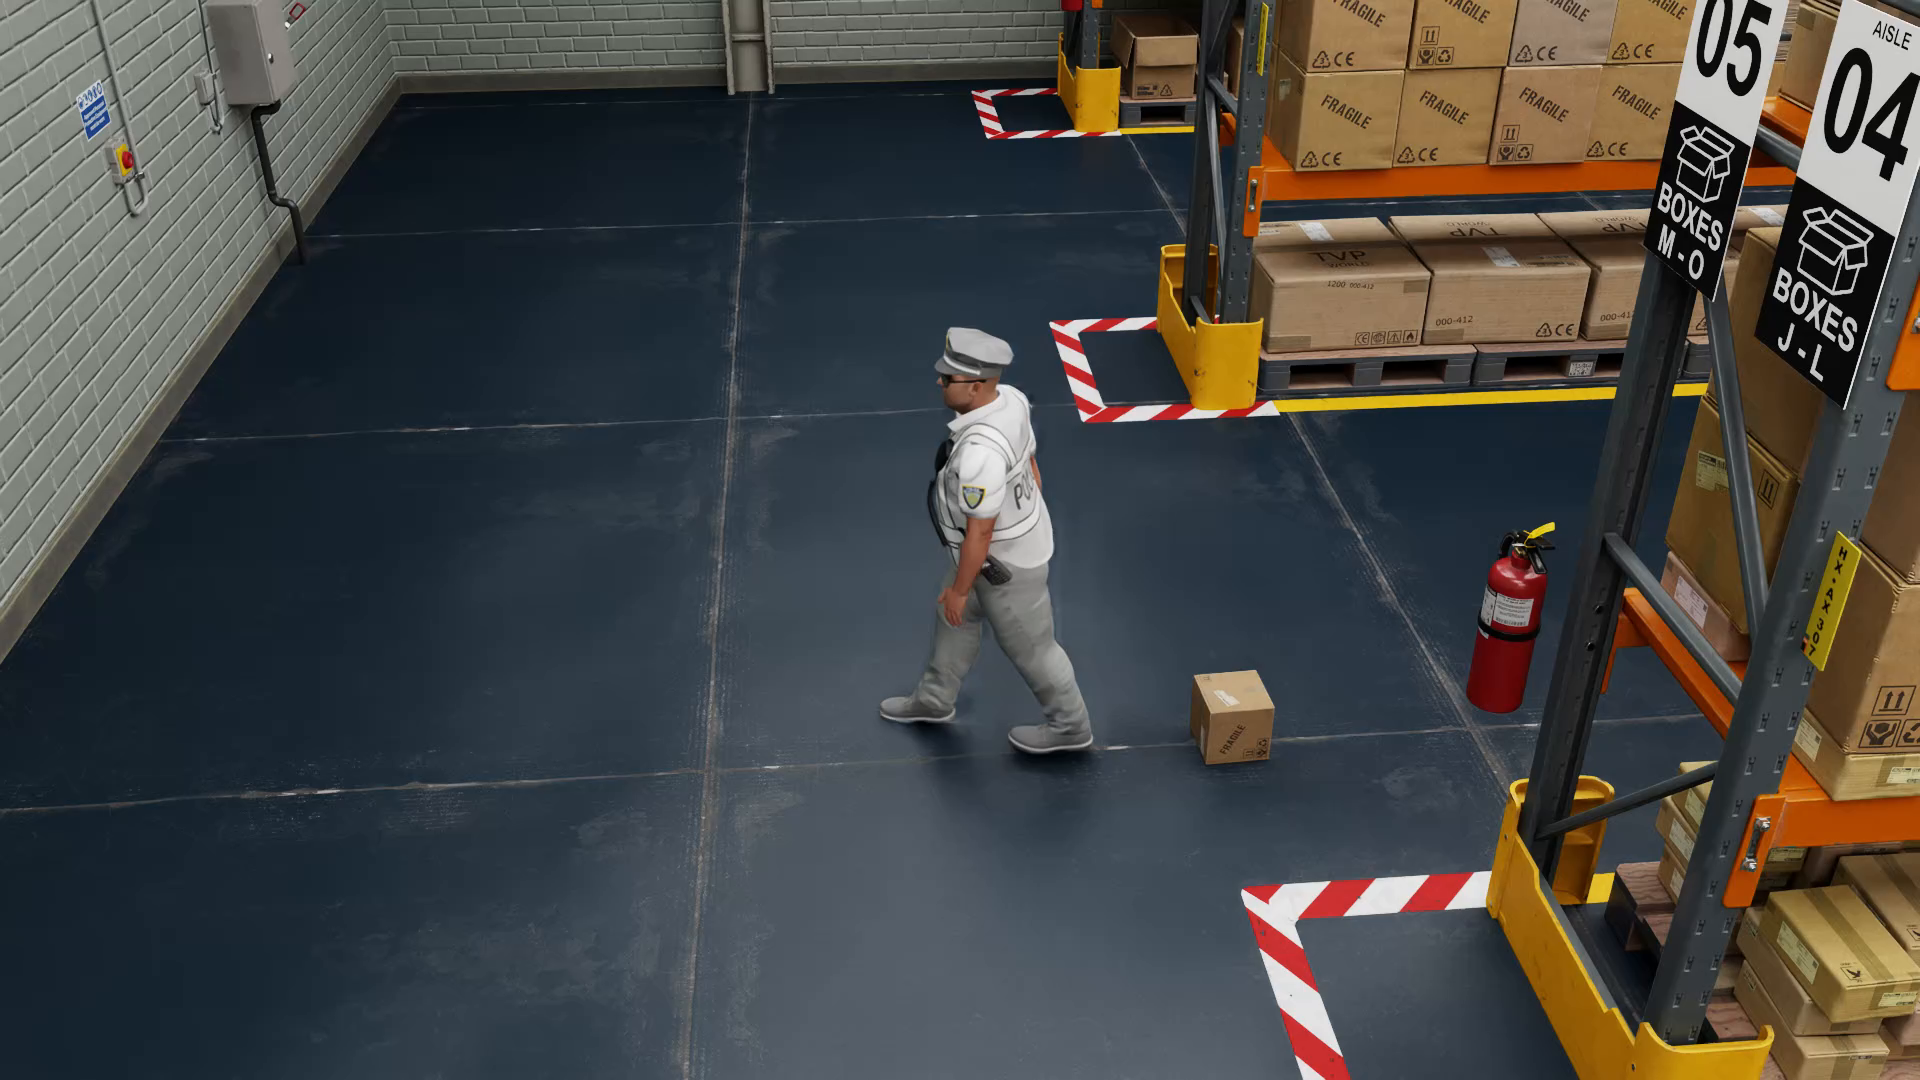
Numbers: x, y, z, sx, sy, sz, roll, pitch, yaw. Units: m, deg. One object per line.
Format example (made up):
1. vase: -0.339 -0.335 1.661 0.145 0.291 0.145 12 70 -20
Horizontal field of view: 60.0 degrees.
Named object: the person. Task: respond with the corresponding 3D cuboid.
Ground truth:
1. person: 0.082 0.050 6.037 0.838 1.752 0.569 2 31 3
